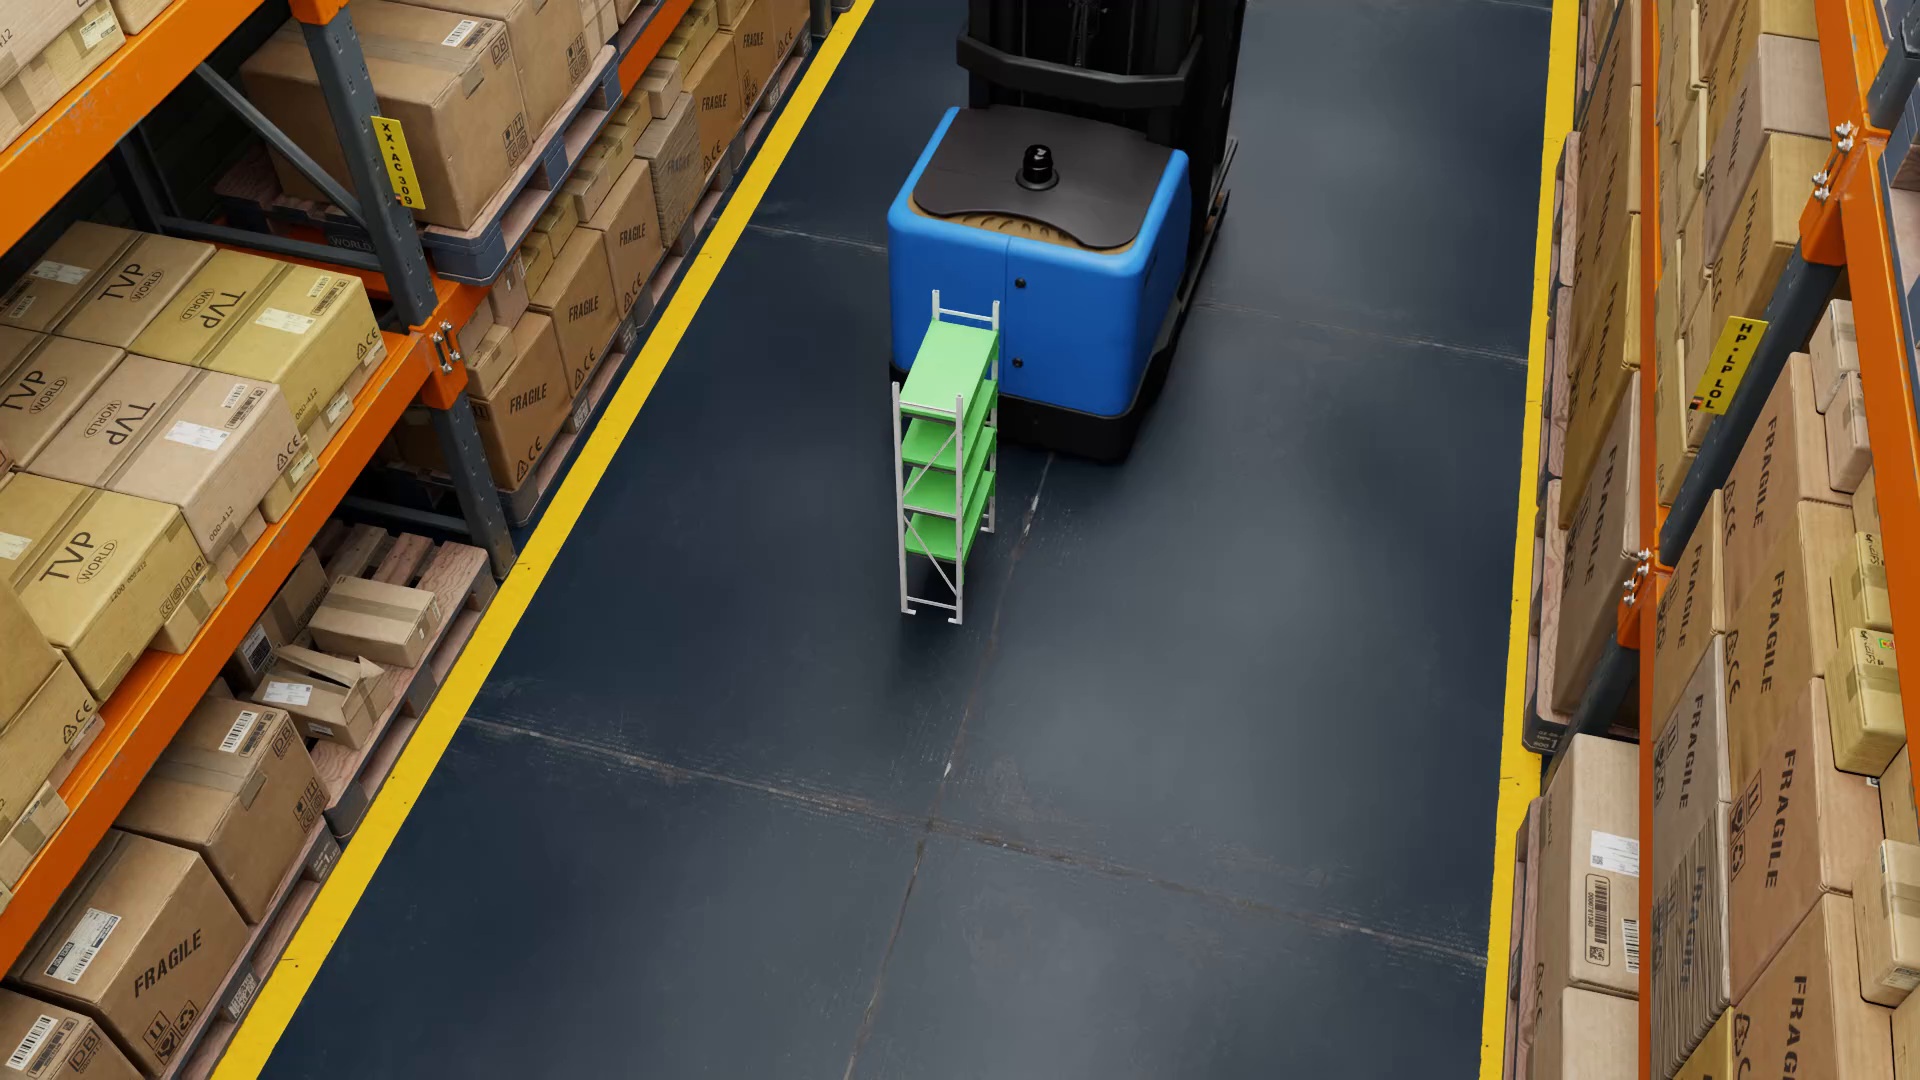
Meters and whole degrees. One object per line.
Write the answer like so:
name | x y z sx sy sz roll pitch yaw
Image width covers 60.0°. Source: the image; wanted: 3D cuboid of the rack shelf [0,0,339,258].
rack shelf | -2.781 -0.280 3.395 1.077 0.370 4.000 12 50 10

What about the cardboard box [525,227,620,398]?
cardboard box | -1.779 -0.977 6.917 0.500 0.500 0.500 11 49 10

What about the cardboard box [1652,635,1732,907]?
cardboard box | 2.023 0.622 4.052 0.500 0.500 0.500 12 50 10

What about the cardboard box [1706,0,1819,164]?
cardboard box | 2.692 -1.471 5.233 0.500 0.500 0.500 13 50 11

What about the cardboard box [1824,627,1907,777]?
cardboard box | 1.901 0.339 3.203 0.380 0.149 0.250 10 49 9

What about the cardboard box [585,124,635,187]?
cardboard box | -1.620 -1.663 7.090 0.380 0.149 0.250 13 50 11

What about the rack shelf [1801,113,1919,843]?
rack shelf | 2.009 0.697 2.533 1.077 0.370 4.000 12 50 10

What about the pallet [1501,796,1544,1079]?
pallet | 2.260 1.462 5.238 1.003 0.211 1.213 12 50 10

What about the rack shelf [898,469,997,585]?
rack shelf | -0.044 -0.076 6.341 0.258 0.148 0.480 12 50 10

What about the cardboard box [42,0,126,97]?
cardboard box | -2.210 -1.194 3.889 0.380 0.149 0.250 13 50 11

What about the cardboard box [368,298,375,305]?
cardboard box | -2.436 -0.822 6.348 0.380 0.149 0.250 10 49 9

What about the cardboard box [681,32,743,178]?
cardboard box | -1.382 -2.090 7.900 0.500 0.500 0.500 14 50 12

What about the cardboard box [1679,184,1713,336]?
cardboard box | 2.541 -0.841 5.177 0.500 0.250 0.500 13 50 11

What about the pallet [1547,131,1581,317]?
pallet | 3.308 -1.411 7.773 1.003 0.211 1.213 12 50 10

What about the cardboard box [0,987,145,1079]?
cardboard box | -2.792 1.575 4.665 0.700 0.500 0.500 13 50 12

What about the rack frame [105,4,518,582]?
rack frame | -2.254 -0.972 5.526 1.000 3.000 0.127 12 50 10

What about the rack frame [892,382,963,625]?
rack frame | -0.108 -0.101 5.958 0.240 1.200 0.015 12 50 10

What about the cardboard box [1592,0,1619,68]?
cardboard box | 3.747 -2.565 8.404 0.950 0.372 0.625 9 49 7

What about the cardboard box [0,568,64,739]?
cardboard box | -2.533 0.264 3.837 0.500 0.500 0.500 13 50 11

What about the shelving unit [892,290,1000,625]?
shelving unit | -0.044 -0.277 6.113 0.258 1.200 0.503 12 50 10

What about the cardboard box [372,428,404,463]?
cardboard box | -2.410 -0.698 6.671 0.500 0.500 0.500 11 50 10

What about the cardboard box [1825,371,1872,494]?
cardboard box | 2.150 -0.208 3.686 0.380 0.149 0.250 12 50 11

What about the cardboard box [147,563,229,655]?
cardboard box | -2.322 0.151 4.702 0.380 0.149 0.250 11 49 9

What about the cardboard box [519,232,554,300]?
cardboard box | -1.848 -1.109 6.602 0.380 0.149 0.250 9 49 8

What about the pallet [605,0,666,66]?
pallet | -1.709 -2.394 6.910 1.003 0.211 1.213 12 50 10

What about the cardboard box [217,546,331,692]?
cardboard box | -2.656 0.210 5.996 0.500 0.311 0.500 13 50 11

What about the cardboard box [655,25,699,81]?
cardboard box | -1.419 -2.237 7.597 0.380 0.149 0.250 11 49 9

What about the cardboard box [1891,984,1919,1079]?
cardboard box | 1.754 0.900 2.708 0.380 0.149 0.250 13 50 11

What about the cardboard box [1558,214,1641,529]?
cardboard box | 2.852 -0.551 6.291 0.875 0.875 0.875 13 50 11

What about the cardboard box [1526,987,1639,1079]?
cardboard box | 2.032 1.794 4.514 0.875 0.438 0.875 10 49 9

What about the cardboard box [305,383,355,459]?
cardboard box | -2.142 -0.416 5.203 0.380 0.149 0.250 13 50 11

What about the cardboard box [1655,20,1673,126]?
cardboard box | 2.955 -1.782 6.341 0.500 0.250 0.500 13 50 11

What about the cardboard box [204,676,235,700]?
cardboard box | -2.770 0.577 5.780 0.380 0.149 0.250 11 49 10

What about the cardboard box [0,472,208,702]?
cardboard box | -2.415 0.119 4.465 0.500 0.250 0.500 11 50 10

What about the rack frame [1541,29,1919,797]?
rack frame | 2.535 0.005 4.664 1.000 3.000 0.127 12 50 10

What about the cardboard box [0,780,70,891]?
cardboard box | -2.519 0.704 4.214 0.380 0.149 0.250 13 50 11

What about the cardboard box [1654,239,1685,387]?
cardboard box | 2.545 -0.688 5.376 0.500 0.250 0.500 11 49 10

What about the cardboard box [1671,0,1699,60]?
cardboard box | 2.936 -1.955 6.160 0.500 0.250 0.500 11 50 10

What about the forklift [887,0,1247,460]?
forklift | 0.654 -2.431 6.860 1.130 2.935 3.031 14 50 12

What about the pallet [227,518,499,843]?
pallet | -2.436 0.447 6.134 1.003 0.211 1.213 12 50 10

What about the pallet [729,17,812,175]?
pallet | -1.434 -2.410 8.655 1.003 0.211 1.213 12 50 10

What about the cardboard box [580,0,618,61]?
cardboard box | -1.518 -1.996 6.239 0.396 0.266 0.258 14 50 12

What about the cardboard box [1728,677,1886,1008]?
cardboard box | 1.892 0.670 3.344 0.500 0.500 0.500 12 50 11

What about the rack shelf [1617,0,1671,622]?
rack shelf | 3.062 -1.204 6.211 1.077 0.370 4.000 12 50 10

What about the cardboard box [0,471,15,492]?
cardboard box | -2.908 0.021 4.551 0.500 0.250 0.500 13 50 11
